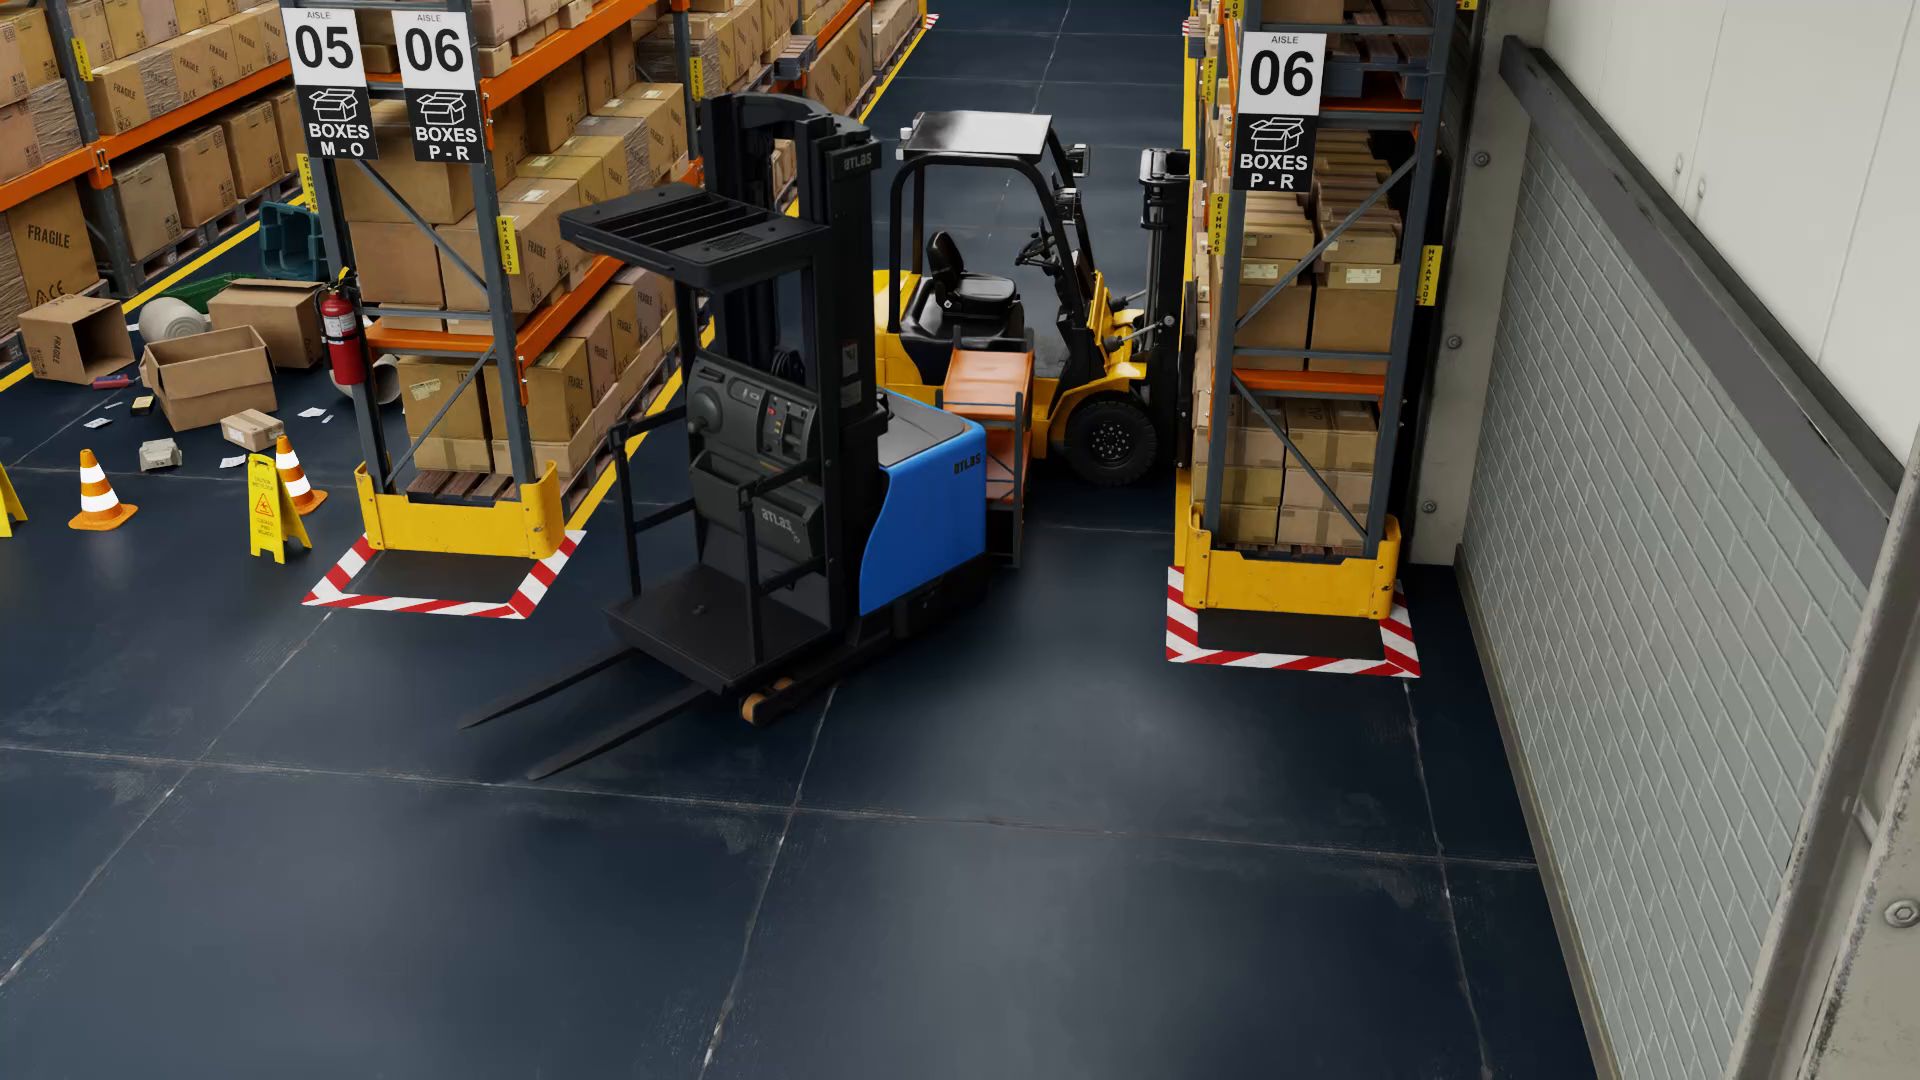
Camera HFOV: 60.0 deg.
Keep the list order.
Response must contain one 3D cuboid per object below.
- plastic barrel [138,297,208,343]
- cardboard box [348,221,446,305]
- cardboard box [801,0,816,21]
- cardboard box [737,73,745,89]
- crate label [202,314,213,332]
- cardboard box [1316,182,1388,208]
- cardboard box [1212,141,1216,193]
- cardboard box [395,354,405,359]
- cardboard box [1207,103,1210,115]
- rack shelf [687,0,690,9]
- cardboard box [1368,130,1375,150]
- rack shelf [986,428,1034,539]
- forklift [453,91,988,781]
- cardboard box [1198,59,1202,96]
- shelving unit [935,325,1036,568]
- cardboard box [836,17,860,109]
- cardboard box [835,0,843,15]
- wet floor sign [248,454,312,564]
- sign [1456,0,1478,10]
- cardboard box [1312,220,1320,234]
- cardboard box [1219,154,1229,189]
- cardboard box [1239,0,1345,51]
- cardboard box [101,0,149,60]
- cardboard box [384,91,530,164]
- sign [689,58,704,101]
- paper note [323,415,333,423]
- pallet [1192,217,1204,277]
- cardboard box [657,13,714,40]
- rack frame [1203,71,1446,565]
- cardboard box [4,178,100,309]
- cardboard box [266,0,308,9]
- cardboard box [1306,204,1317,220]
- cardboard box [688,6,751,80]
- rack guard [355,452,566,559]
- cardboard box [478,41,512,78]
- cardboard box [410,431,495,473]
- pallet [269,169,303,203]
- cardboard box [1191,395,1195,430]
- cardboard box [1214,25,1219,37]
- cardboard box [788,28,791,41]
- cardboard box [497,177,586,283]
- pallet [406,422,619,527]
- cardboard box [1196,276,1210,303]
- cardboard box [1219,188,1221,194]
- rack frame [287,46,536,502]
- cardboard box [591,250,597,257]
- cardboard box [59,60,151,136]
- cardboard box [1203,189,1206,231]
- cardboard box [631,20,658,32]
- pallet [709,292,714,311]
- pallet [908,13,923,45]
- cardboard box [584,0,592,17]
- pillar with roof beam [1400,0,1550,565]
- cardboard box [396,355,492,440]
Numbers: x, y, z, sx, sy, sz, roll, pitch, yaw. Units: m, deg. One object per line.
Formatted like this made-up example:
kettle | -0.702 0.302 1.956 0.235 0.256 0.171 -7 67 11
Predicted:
plastic barrel | -6.093 -1.646 12.859 0.421 0.421 0.512 -24 36 -37
cardboard box | -3.249 -1.727 9.873 0.500 0.500 0.500 3 28 5
cardboard box | -1.754 -5.424 16.787 0.500 0.250 0.500 3 28 6
cardboard box | -2.067 -3.969 14.277 0.380 0.149 0.250 4 29 7
crate label | -5.968 -1.735 13.326 0.298 0.136 0.250 -17 33 -29
cardboard box | 2.267 -1.962 9.626 0.380 0.149 0.250 4 29 6
cardboard box | 2.014 -2.481 11.586 0.500 0.500 0.500 4 29 7
cardboard box | -4.033 -1.638 12.761 0.500 0.500 0.500 -24 36 -37
cardboard box | 2.237 -3.519 13.250 0.500 0.250 0.500 3 28 5
rack shelf | -2.307 -5.108 14.165 1.077 0.370 4.000 3 28 6
cardboard box | 2.525 -2.686 10.969 0.380 0.149 0.250 3 28 5
rack shelf | 0.159 -0.373 10.272 0.538 0.278 1.000 3 28 5
forklift | -1.204 -0.615 8.301 1.130 2.935 3.031 24 36 37
cardboard box | 3.073 -5.512 19.511 0.500 0.500 0.500 5 29 8
shelving unit | 0.159 -0.588 10.156 0.538 1.125 1.048 3 28 5
cardboard box | -1.671 -5.456 19.012 0.875 0.875 0.875 4 29 8
cardboard box | -1.579 -5.917 18.229 0.500 0.250 0.500 3 28 6
wet floor sign | -4.127 -0.216 9.971 0.267 0.644 0.232 14 31 24
sign | 2.435 -2.699 7.929 0.100 0.325 0.005 3 28 6
cardboard box | 2.189 -1.707 9.466 0.380 0.149 0.250 3 28 5
cardboard box | 1.777 -2.241 10.145 0.380 0.149 0.250 4 29 7
cardboard box | 1.697 -2.809 8.486 0.500 0.500 0.500 4 29 8
cardboard box | -7.361 -4.364 14.027 0.700 0.500 0.500 3 28 5
cardboard box | -3.166 -2.632 10.500 0.700 0.500 0.500 3 28 6
sign | -2.012 -3.516 12.701 0.100 0.325 0.005 3 28 6
paper note | -4.501 -0.862 11.839 0.032 0.001 0.123 3 28 6
pallet | 2.574 -2.574 14.805 1.003 0.211 1.213 3 28 6
cardboard box | -2.143 -4.009 12.984 0.380 0.149 0.250 3 28 6
rack frame | 1.885 -0.993 8.931 1.000 3.000 0.127 3 28 6
cardboard box | -7.623 -2.361 13.267 0.875 0.875 0.875 4 29 7
cardboard box | -6.775 -5.102 16.453 0.500 0.500 0.500 3 28 6
cardboard box | 2.321 -1.738 10.208 0.500 0.500 0.500 3 28 6
cardboard box | -2.075 -4.195 14.012 0.500 0.500 0.500 3 28 6
rack guard | -3.032 -0.215 10.123 1.175 0.500 0.348 3 28 6
cardboard box | -2.679 -2.627 9.067 0.380 0.149 0.250 3 28 6
cardboard box | -3.207 -0.662 10.772 0.500 0.250 0.500 3 28 6
pallet | -7.158 -3.692 16.880 1.003 0.211 1.213 3 28 6
cardboard box | 1.749 -0.915 10.715 0.500 0.250 0.500 3 28 5
cardboard box | 2.386 -4.348 14.368 0.380 0.149 0.250 4 29 7
cardboard box | -1.829 -4.822 15.860 0.380 0.149 0.250 4 29 7
cardboard box | -2.648 -1.906 10.206 0.500 0.500 0.500 4 29 8
pallet | -2.898 -0.469 10.897 1.003 0.211 1.213 3 28 6
cardboard box | 1.882 -1.606 11.471 0.500 0.250 0.500 4 29 8
cardboard box | 1.782 -2.108 10.211 0.380 0.149 0.250 4 29 7
rack frame | -3.042 -1.280 9.464 1.000 3.000 0.127 3 28 6
cardboard box | -2.617 -1.926 10.927 0.380 0.149 0.250 4 29 8
cardboard box | -7.145 -3.679 13.811 0.500 0.500 0.500 4 29 7
cardboard box | 2.621 -2.981 14.681 0.875 0.625 0.625 2 28 4
cardboard box | -2.663 -3.987 13.626 0.500 0.500 0.500 4 29 6
pallet | -2.458 -2.302 14.300 1.003 0.211 1.213 3 28 6
pallet | -1.102 -7.203 23.398 1.003 0.211 1.213 3 28 6
cardboard box | -2.532 -3.362 10.431 0.380 0.149 0.250 3 28 5
pillar with roof beam | -1.408 -4.160 8.484 9.100 9.000 0.400 3 28 6
cardboard box | -3.202 -0.977 10.566 0.500 0.500 0.500 4 29 7
